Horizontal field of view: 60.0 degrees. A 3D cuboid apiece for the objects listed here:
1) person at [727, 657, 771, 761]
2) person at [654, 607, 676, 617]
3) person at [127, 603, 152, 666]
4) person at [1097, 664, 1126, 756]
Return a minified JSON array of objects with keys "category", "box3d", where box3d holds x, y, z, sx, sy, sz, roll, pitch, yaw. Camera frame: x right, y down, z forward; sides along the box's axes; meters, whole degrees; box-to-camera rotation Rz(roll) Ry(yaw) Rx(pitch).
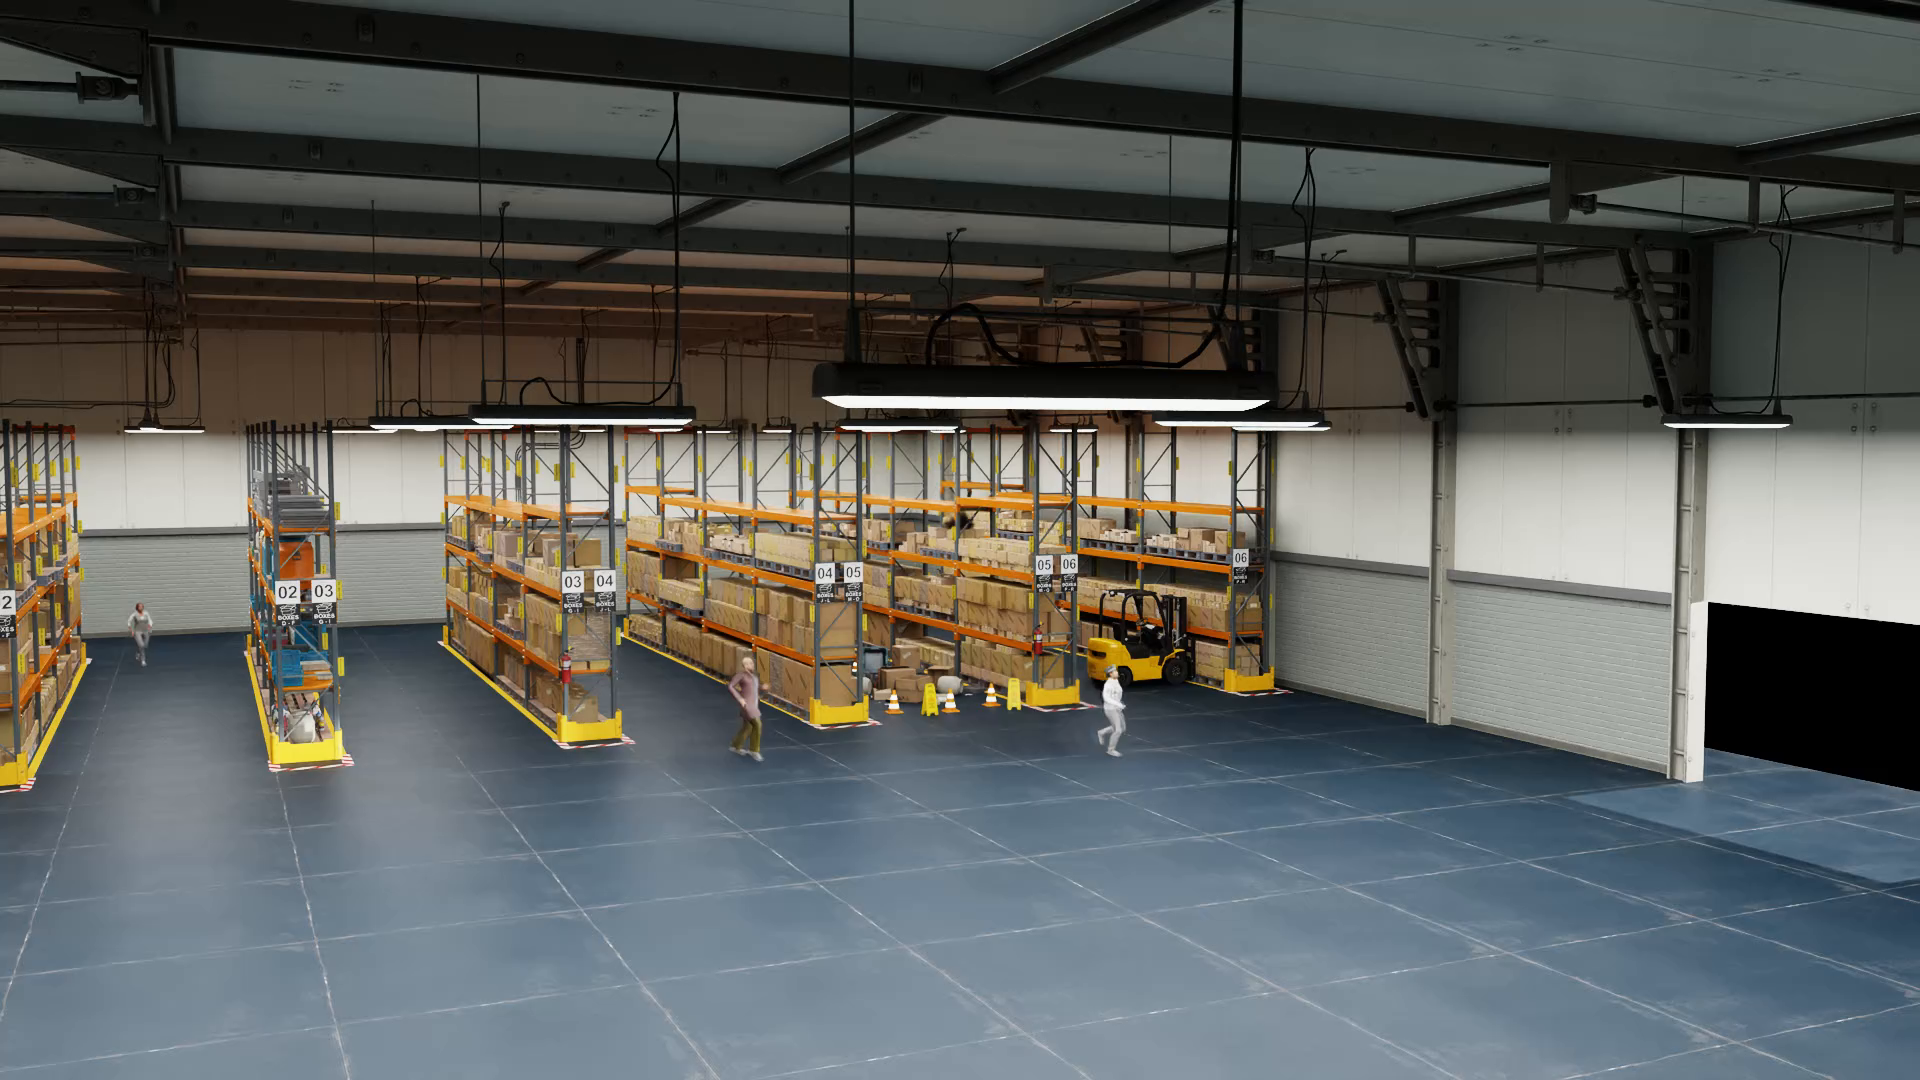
[{"category":"person","box3d":[-3.748,2.998,29.469,0.799,1.846,0.686,1,4,13]},{"category":"person","box3d":[-8.813,1.830,49.392,0.708,1.666,0.628,-1,4,-15]},{"category":"person","box3d":[-20.523,2.353,41.628,0.639,1.584,0.576,3,5,44]},{"category":"person","box3d":[2.719,3.040,29.835,0.579,1.664,0.652,1,4,22]}]
